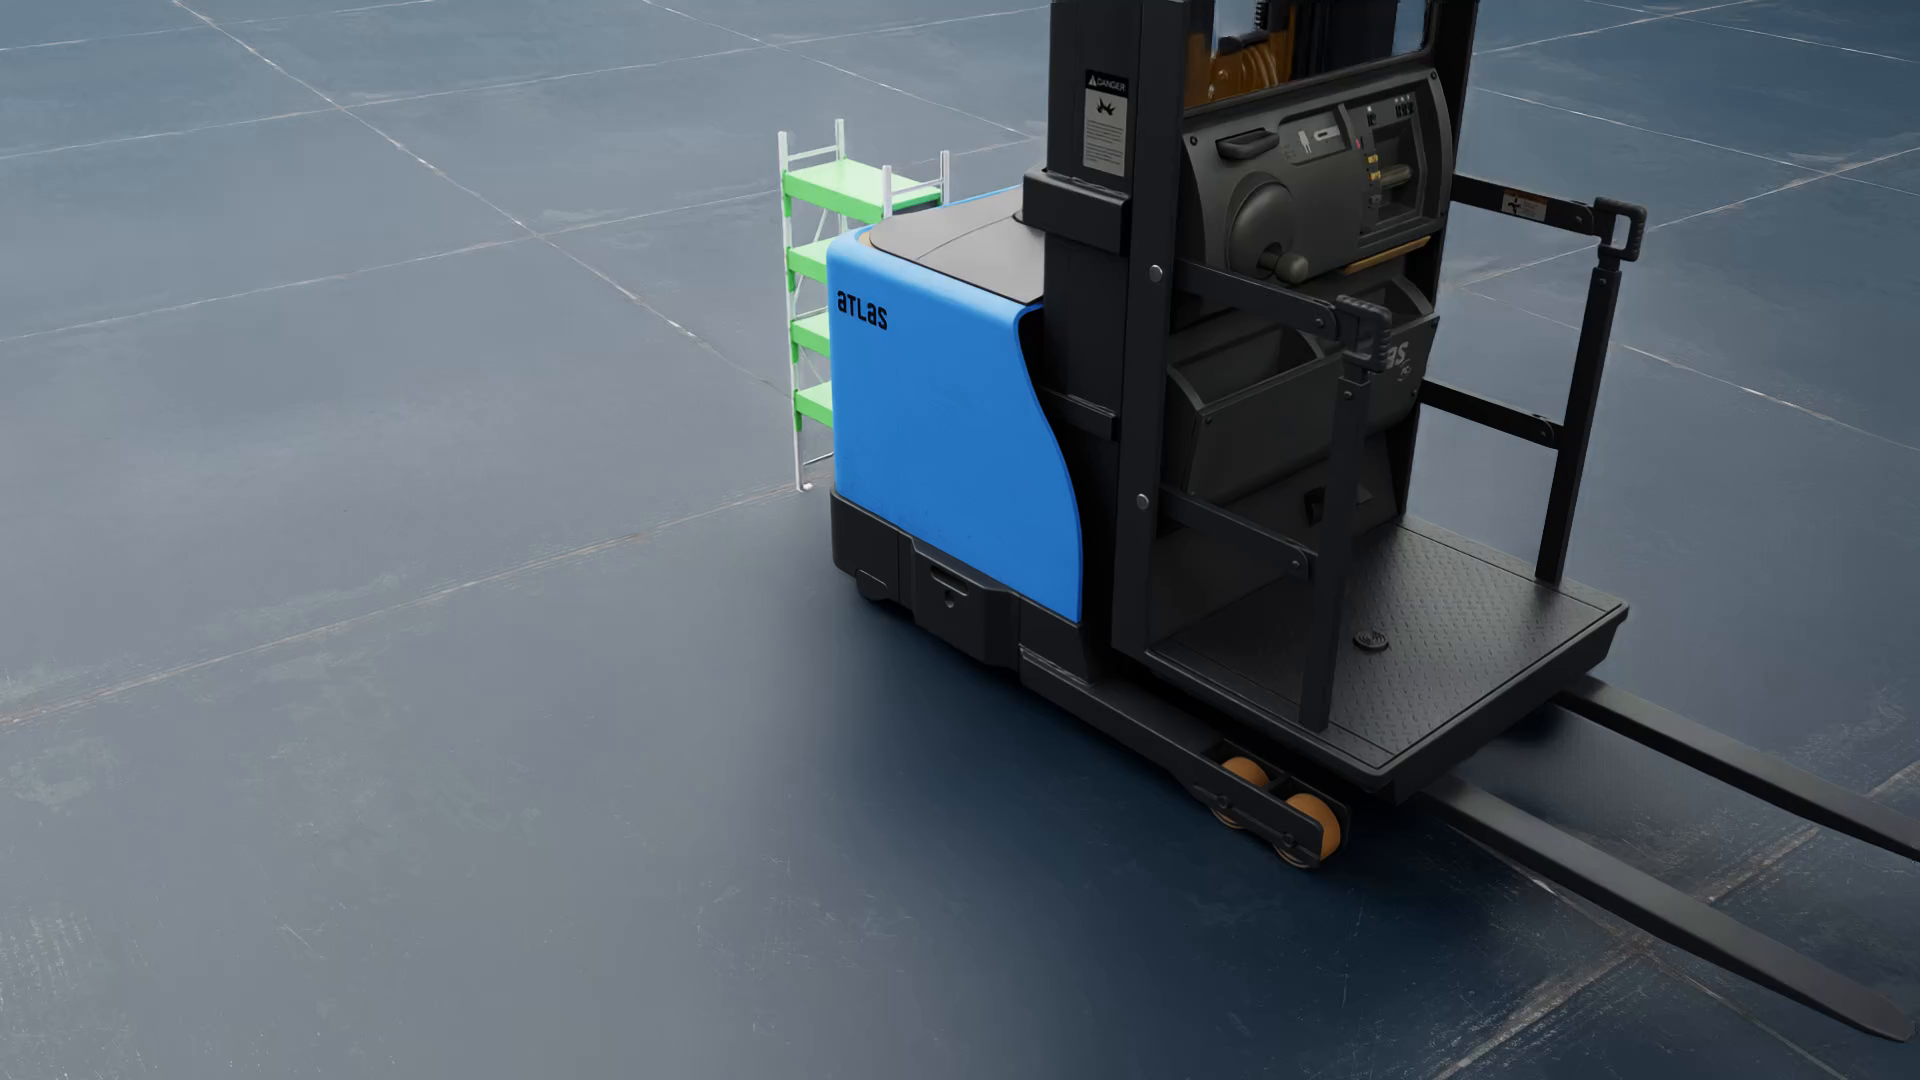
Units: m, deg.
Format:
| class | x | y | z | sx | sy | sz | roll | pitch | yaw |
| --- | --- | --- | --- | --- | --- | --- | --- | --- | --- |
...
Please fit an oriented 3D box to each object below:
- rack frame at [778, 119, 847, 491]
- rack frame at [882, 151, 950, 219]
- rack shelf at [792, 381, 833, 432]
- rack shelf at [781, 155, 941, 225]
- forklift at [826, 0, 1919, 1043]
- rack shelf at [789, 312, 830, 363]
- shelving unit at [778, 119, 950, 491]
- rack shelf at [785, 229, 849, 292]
| class | x | y | z | sx | sy | sz | roll | pitch | yaw |
| --- | --- | --- | --- | --- | --- | --- | --- | --- | --- |
| rack frame | -0.452 | -0.731 | 5.338 | 0.240 | 1.200 | 0.015 | -23 | 36 | -36 |
| rack frame | -0.124 | -0.558 | 5.020 | 0.240 | 1.200 | 0.015 | -23 | 36 | -36 |
| rack shelf | -0.288 | -0.377 | 5.324 | 0.258 | 0.148 | 0.480 | -23 | 36 | -36 |
| rack shelf | -0.288 | -1.010 | 4.980 | 0.258 | 0.148 | 0.480 | -23 | 36 | -36 |
| forklift | 0.979 | -0.806 | 3.663 | 1.130 | 2.935 | 3.031 | -23 | 36 | -36 |
| rack shelf | -0.288 | -0.588 | 5.209 | 0.258 | 0.148 | 0.480 | -23 | 36 | -36 |
| shelving unit | -0.288 | -0.644 | 5.179 | 0.258 | 1.200 | 0.503 | -23 | 36 | -36 |
| rack shelf | -0.288 | -0.799 | 5.095 | 0.258 | 0.148 | 0.480 | -23 | 36 | -36 |
